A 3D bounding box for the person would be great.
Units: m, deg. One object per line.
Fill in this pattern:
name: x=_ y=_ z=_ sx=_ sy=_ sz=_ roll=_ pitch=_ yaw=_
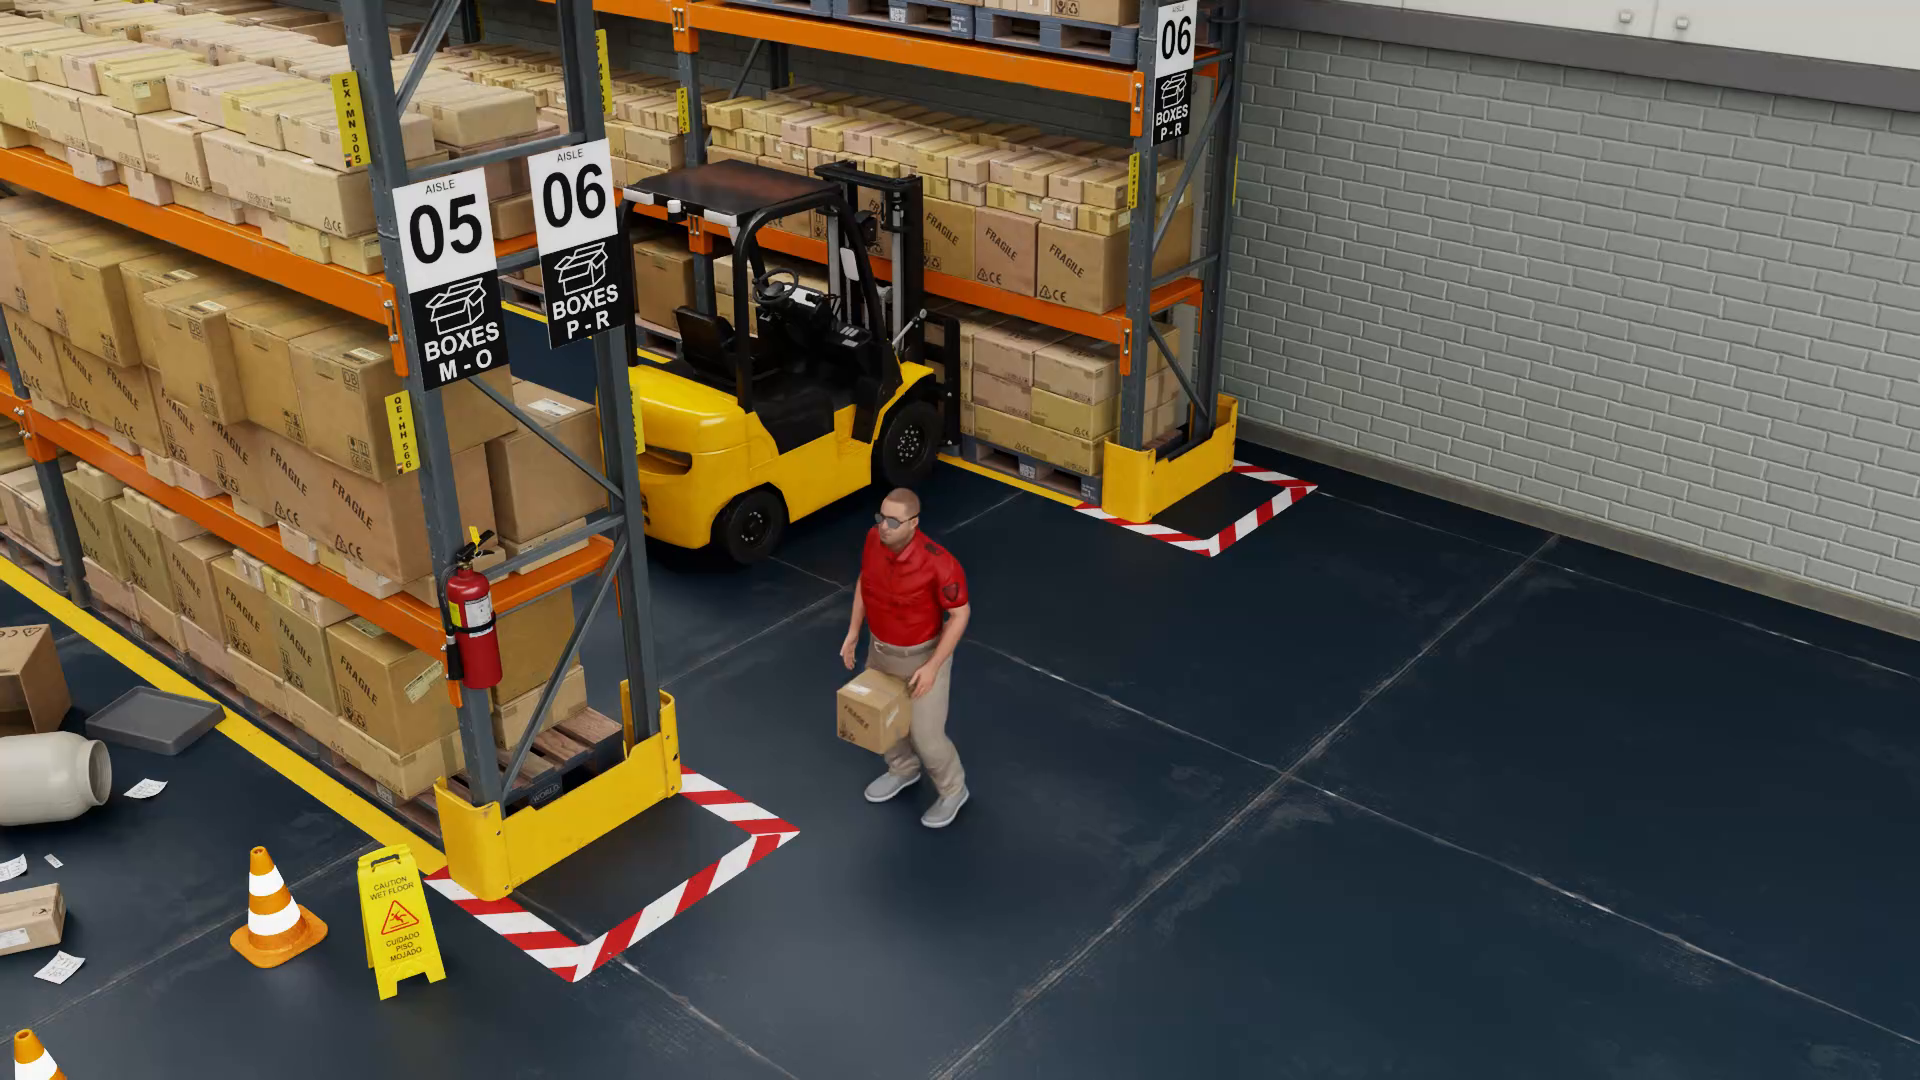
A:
person: x=-0.238 y=0.527 z=7.640 sx=0.629 sy=1.703 sz=0.450 roll=22 pitch=34 yaw=36
